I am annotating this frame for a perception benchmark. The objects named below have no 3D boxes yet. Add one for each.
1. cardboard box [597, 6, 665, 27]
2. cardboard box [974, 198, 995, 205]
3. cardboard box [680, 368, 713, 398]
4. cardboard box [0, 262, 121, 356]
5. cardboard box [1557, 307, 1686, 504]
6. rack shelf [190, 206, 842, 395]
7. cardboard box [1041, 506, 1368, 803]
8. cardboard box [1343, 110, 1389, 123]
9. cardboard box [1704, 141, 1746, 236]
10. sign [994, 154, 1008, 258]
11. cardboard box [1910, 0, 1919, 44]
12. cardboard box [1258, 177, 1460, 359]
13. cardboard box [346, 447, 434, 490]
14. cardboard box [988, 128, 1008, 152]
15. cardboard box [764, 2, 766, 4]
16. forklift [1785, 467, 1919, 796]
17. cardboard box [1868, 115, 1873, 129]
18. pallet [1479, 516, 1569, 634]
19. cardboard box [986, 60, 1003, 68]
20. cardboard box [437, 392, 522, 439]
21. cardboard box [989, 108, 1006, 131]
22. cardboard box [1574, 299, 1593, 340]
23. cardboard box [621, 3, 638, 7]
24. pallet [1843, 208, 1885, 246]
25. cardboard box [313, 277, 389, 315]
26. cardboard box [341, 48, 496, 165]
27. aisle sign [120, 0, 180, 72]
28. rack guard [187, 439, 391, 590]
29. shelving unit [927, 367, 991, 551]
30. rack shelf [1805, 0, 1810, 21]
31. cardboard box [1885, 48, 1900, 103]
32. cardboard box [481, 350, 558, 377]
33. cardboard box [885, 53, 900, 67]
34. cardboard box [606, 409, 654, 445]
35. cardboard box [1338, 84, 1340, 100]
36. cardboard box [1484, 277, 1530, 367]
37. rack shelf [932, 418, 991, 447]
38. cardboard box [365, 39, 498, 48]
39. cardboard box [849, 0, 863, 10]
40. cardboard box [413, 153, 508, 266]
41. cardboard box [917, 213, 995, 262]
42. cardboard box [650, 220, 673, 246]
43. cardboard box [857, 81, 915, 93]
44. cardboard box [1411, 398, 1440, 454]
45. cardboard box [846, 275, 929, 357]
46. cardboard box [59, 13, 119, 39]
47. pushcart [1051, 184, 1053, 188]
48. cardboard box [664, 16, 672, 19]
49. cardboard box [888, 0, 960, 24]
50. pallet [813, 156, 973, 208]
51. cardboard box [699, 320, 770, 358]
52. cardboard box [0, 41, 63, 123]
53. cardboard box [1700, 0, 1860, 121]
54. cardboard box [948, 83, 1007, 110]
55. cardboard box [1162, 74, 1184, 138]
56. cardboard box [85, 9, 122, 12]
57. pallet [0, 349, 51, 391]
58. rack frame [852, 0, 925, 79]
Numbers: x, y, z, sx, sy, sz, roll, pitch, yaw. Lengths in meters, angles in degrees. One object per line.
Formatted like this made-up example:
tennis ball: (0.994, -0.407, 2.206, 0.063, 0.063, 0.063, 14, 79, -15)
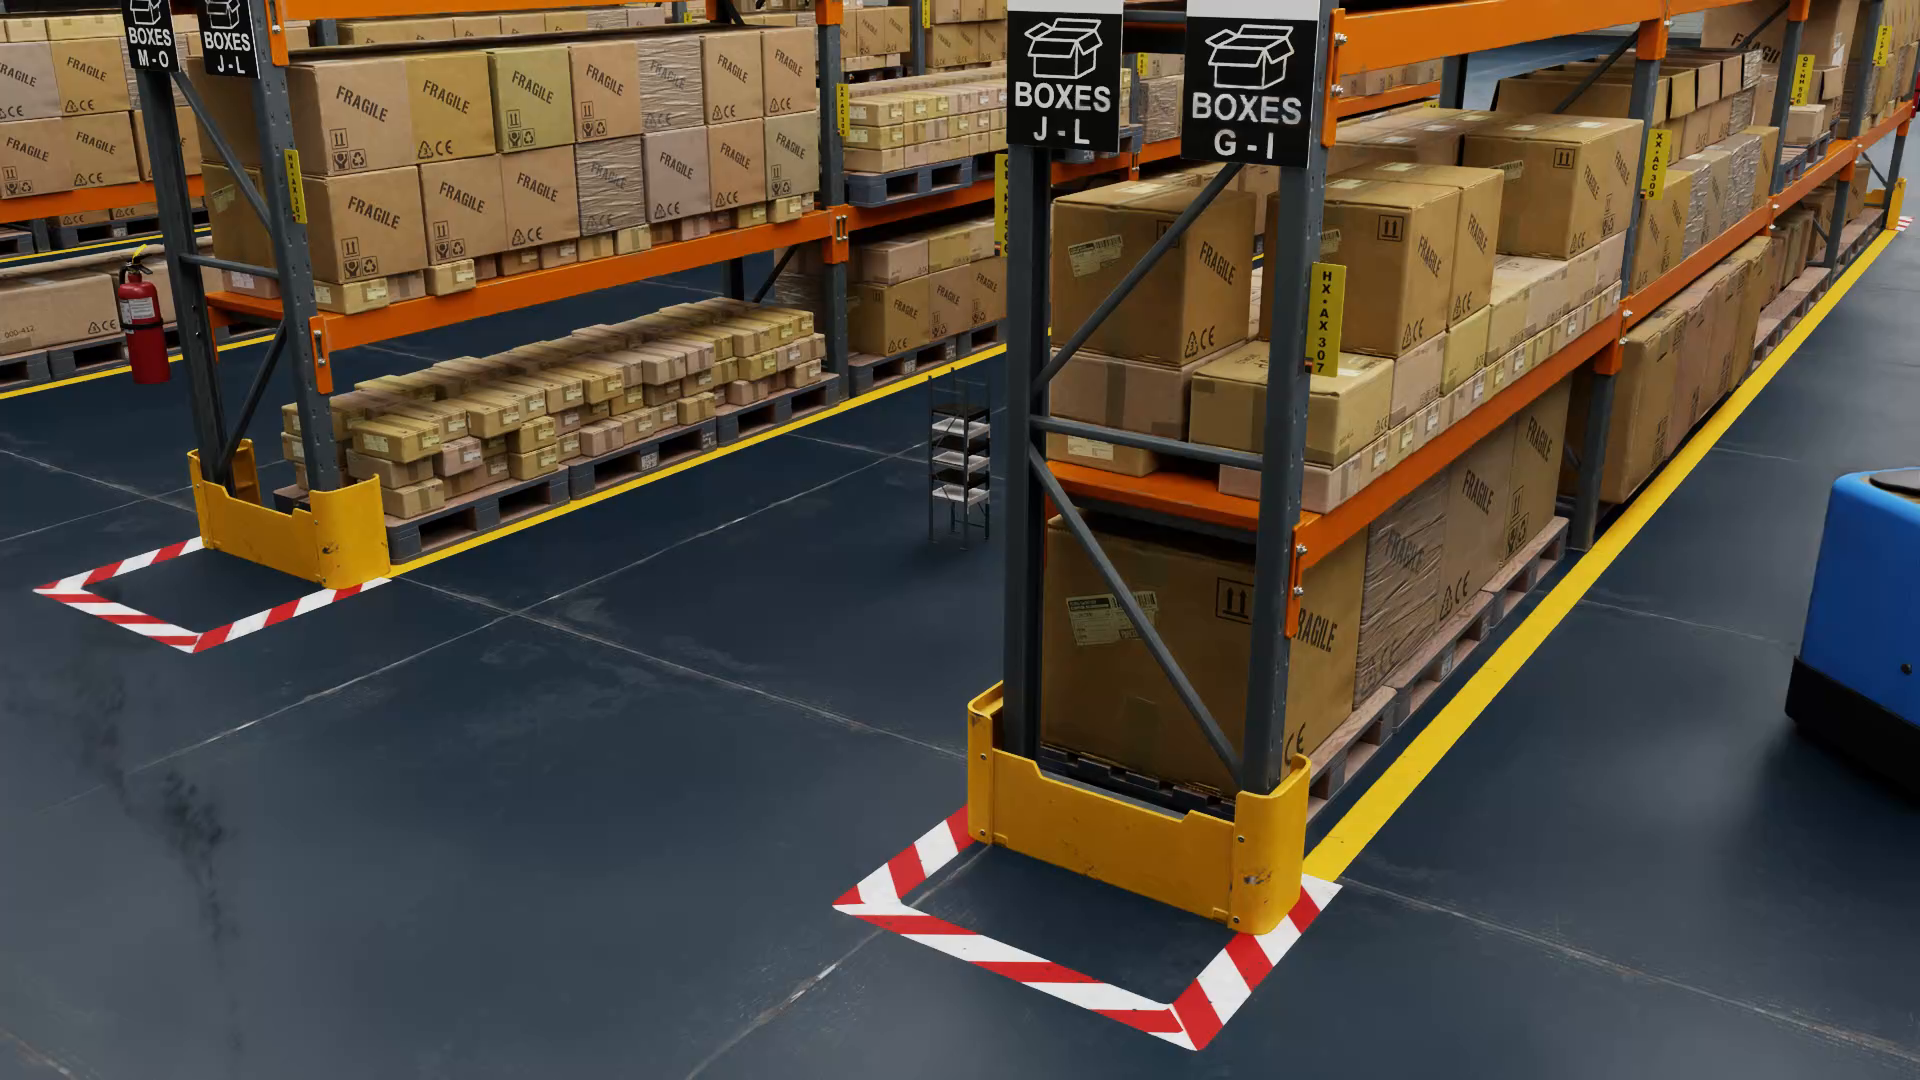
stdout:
cardboard box: (-3.178, -4.843, 15.950, 0.500, 0.500, 0.500, 13, 24, 30)
cardboard box: (0.174, -2.671, 13.578, 0.500, 0.250, 0.500, 13, 24, 31)
cardboard box: (-1.743, -1.000, 10.219, 0.380, 0.149, 0.250, 14, 24, 33)
cardboard box: (-6.805, -1.700, 12.125, 0.875, 0.438, 0.875, 14, 25, 33)
cardboard box: (3.187, -0.834, 9.155, 1.225, 0.875, 0.875, 13, 24, 32)
rack shelf: (-2.326, -1.532, 9.619, 1.077, 0.370, 4.000, 13, 24, 32)
cardboard box: (0.889, 0.301, 6.084, 0.875, 0.875, 0.875, 13, 24, 32)
cardboard box: (4.210, -4.365, 18.699, 0.875, 0.875, 0.875, 13, 24, 32)
cardboard box: (4.445, -2.160, 10.136, 0.500, 0.500, 0.500, 12, 24, 30)
sign: (0.154, -1.063, 5.304, 0.100, 0.325, 0.005, 13, 24, 32)
cardboard box: (9.208, -5.194, 16.470, 0.500, 0.500, 0.500, 13, 24, 32)
cardboard box: (1.369, -0.948, 5.711, 0.500, 0.500, 0.500, 13, 24, 31)
cardboard box: (-2.943, -0.395, 8.584, 0.380, 0.149, 0.250, 14, 25, 34)
cardboard box: (0.130, -2.921, 12.095, 0.380, 0.149, 0.250, 13, 24, 31)
cardboard box: (-2.979, -7.979, 24.504, 0.380, 0.149, 0.250, 14, 24, 33)
forklift: (4.888, -0.592, 6.140, 3.031, 2.935, 1.130, -5, 21, -14)
cardboard box: (8.112, -3.847, 15.203, 0.380, 0.149, 0.250, 13, 24, 32)
pallet: (2.351, 0.064, 8.287, 1.003, 0.211, 1.213, 13, 24, 32)
cardboard box: (0.314, -5.950, 20.888, 0.380, 0.149, 0.250, 13, 24, 32)
cardboard box: (-2.572, -0.668, 8.894, 0.380, 0.149, 0.250, 13, 24, 32)
cardboard box: (0.134, -3.062, 12.048, 0.380, 0.149, 0.250, 13, 24, 31)
cardboard box: (2.654, -1.030, 7.587, 0.380, 0.149, 0.250, 13, 24, 31)
cardboard box: (-4.538, -7.166, 22.306, 0.380, 0.149, 0.250, 14, 24, 33)
pallet: (9.061, -3.334, 17.473, 1.003, 0.211, 1.213, 13, 24, 32)
cardboard box: (-2.997, -1.206, 8.065, 0.380, 0.149, 0.250, 13, 24, 31)
cardboard box: (-2.700, -2.174, 8.303, 0.500, 0.500, 0.500, 14, 25, 33)
aisle sign: (-3.740, -2.552, 7.593, 0.394, 0.787, 0.004, 13, 24, 32)
rack guard: (-3.408, -0.145, 8.435, 1.175, 0.500, 0.348, 13, 24, 32)
shelving unit: (-0.005, -0.420, 8.603, 0.258, 0.900, 0.210, 13, 24, 32)
rack shelf: (6.216, -4.237, 12.610, 1.077, 0.370, 4.000, 13, 24, 32)
cardboard box: (8.468, -4.480, 15.981, 0.875, 0.500, 0.500, 13, 24, 32)
cardboard box: (-2.590, -0.999, 9.789, 0.380, 0.149, 0.250, 12, 24, 30)
cardboard box: (-0.916, -5.552, 19.208, 0.380, 0.149, 0.250, 14, 24, 33)
cardboard box: (-2.033, -0.689, 9.809, 0.380, 0.149, 0.250, 13, 24, 32)
cardboard box: (3.493, -4.917, 17.517, 0.875, 0.550, 0.550, 13, 24, 32)
cardboard box: (1.949, -0.898, 6.656, 0.500, 0.250, 0.500, 13, 24, 31)
rack shelf: (-0.005, -0.557, 8.552, 0.258, 0.077, 0.200, 13, 24, 32)
cardboard box: (-2.829, -2.427, 8.987, 0.500, 0.500, 0.500, 15, 25, 34)
cardboard box: (-1.305, -5.985, 18.509, 0.380, 0.149, 0.250, 12, 24, 30)
cardboard box: (-2.690, -1.715, 8.505, 0.500, 0.500, 0.500, 13, 24, 32)
cardboard box: (0.020, -2.278, 12.518, 0.500, 0.250, 0.500, 14, 25, 34)
cardboard box: (-1.904, -1.822, 9.728, 0.380, 0.149, 0.250, 13, 24, 31)
cardboard box: (-0.552, -3.250, 12.128, 0.380, 0.149, 0.250, 12, 24, 30)
cardboard box: (1.500, -0.441, 5.996, 0.380, 0.149, 0.250, 13, 24, 31)
cardboard box: (-0.567, -1.628, 11.839, 0.500, 0.500, 0.500, 14, 25, 34)
cardboard box: (-6.159, -3.621, 11.710, 0.380, 0.149, 0.250, 13, 24, 32)
pushcart: (1.058, -4.014, 19.074, 1.648, 0.377, 0.936, 5, 21, 13)
cardboard box: (-3.078, -5.095, 17.037, 0.500, 0.500, 0.500, 12, 24, 30)
cardboard box: (-0.429, -6.414, 19.767, 0.700, 0.500, 0.500, 13, 24, 31)
pallet: (-0.652, -2.544, 11.595, 1.003, 0.211, 1.213, 13, 24, 32)
cardboard box: (-1.431, -1.275, 10.535, 0.380, 0.149, 0.250, 13, 24, 31)
cardboard box: (-6.528, -3.128, 11.313, 0.500, 0.500, 0.500, 13, 24, 31)
cardboard box: (6.778, -4.020, 13.838, 1.000, 1.000, 1.000, 13, 24, 32)
cardboard box: (0.126, -3.195, 11.979, 0.380, 0.149, 0.250, 14, 25, 34)
cardboard box: (1.806, -3.860, 14.732, 0.500, 0.500, 0.500, 13, 24, 31)
cardboard box: (-6.348, -3.871, 12.386, 0.380, 0.149, 0.250, 12, 24, 30)
pallet: (-7.216, -1.168, 11.619, 1.003, 0.211, 1.213, 13, 24, 32)
rack frame: (-0.855, -5.675, 19.782, 1.000, 3.000, 0.127, 13, 24, 32)
